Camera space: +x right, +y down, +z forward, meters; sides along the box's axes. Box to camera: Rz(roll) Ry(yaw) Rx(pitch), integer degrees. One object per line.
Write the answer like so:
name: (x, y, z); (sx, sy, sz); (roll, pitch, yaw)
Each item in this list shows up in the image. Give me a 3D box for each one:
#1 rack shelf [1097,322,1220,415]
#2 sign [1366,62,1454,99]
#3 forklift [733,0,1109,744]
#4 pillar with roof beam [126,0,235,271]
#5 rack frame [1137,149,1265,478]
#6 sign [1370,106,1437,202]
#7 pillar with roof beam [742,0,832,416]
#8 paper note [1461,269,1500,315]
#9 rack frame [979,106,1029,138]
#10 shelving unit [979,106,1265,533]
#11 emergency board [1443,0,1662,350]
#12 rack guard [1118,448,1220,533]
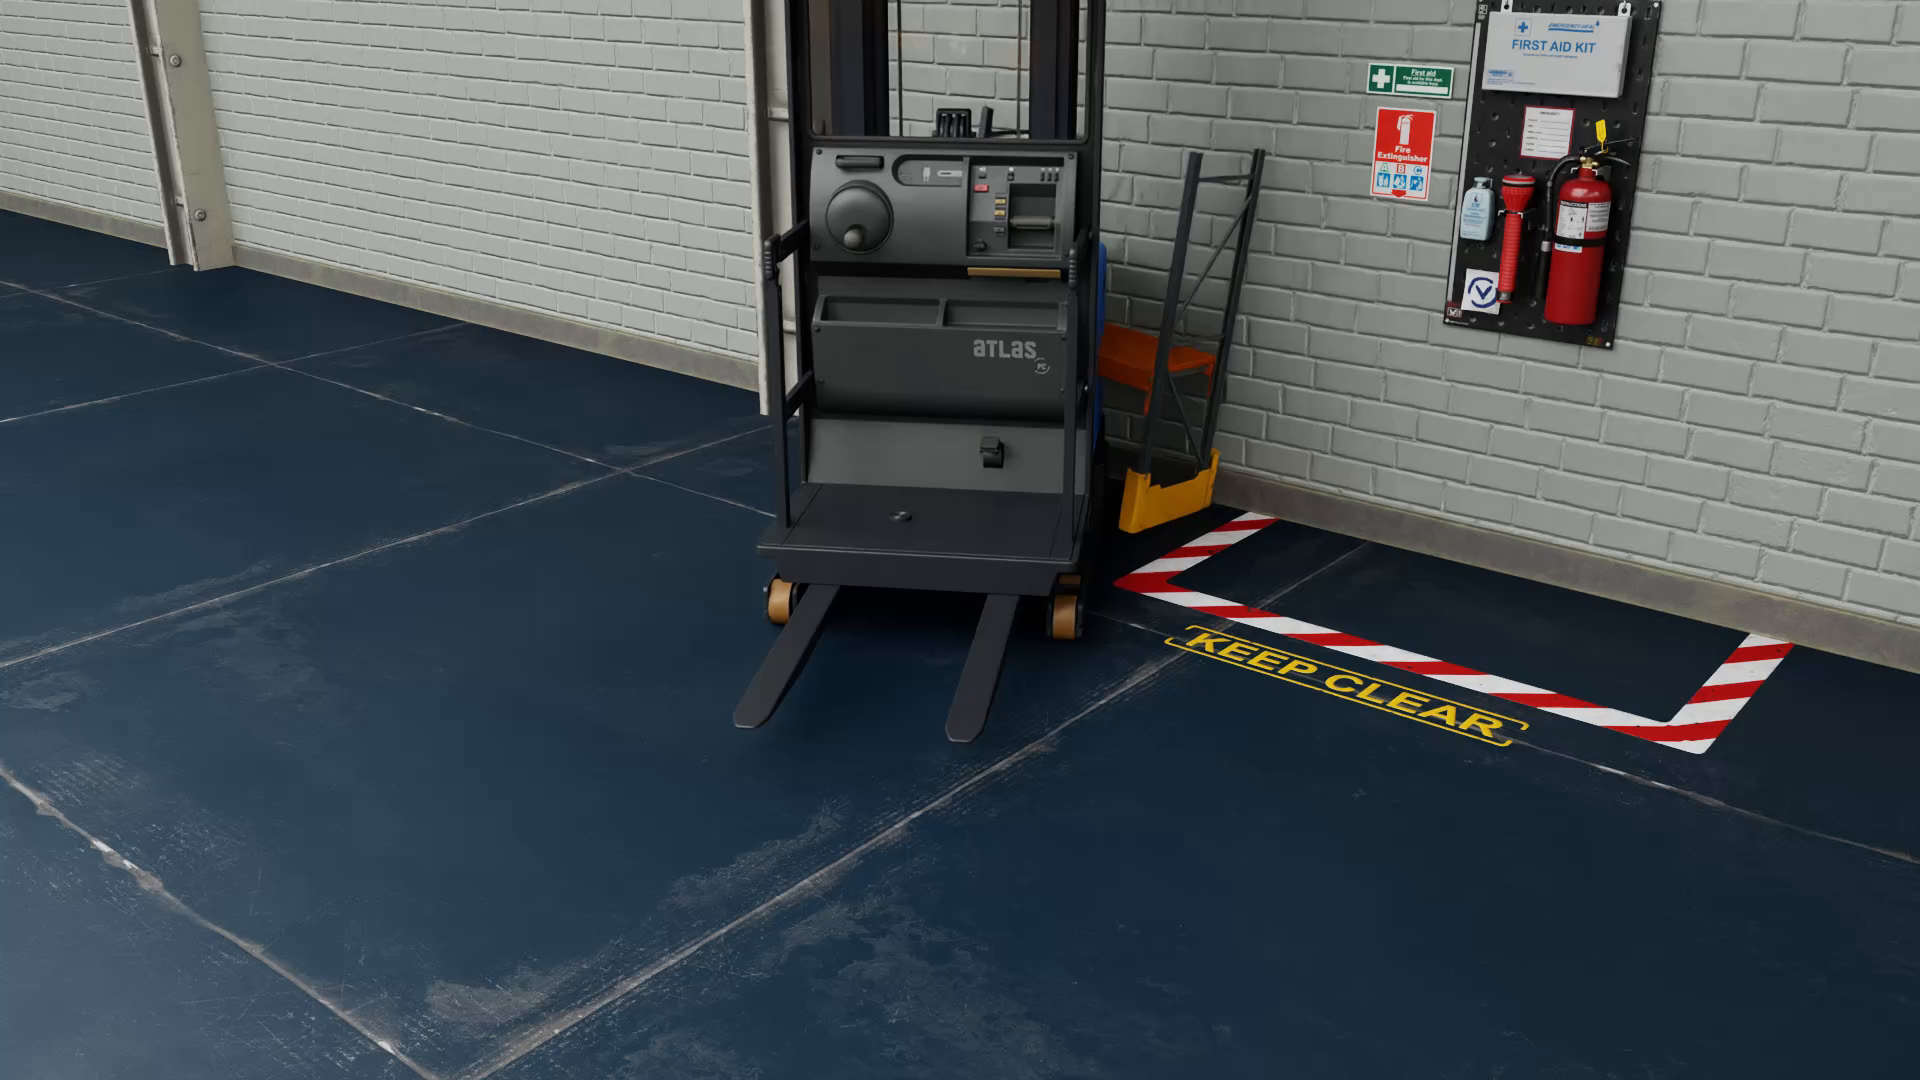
rack shelf: (0.535, -0.785, 6.967); (1.000, 0.185, 0.538); (23, 26, 35)
sign: (1.636, -1.673, 6.053); (0.331, 0.109, 0.001); (16, 26, 36)
forklift: (-0.087, -1.154, 5.574); (1.130, 2.935, 3.031); (3, 21, 8)
pillar with roof beam: (-8.127, -5.006, 7.191); (0.400, 9.000, 9.100); (16, 26, 36)
rack frame: (0.937, -0.789, 6.609); (0.032, 1.500, 0.500); (23, 26, 35)
sign: (1.638, -1.429, 6.155); (0.234, 0.329, 0.001); (16, 26, 36)
pillar with roof beam: (-3.479, -3.668, 3.641); (0.400, 9.000, 9.100); (16, 26, 36)
paper note: (1.907, -0.907, 6.070); (0.142, 0.148, 0.016); (16, 26, 36)
rack frame: (0.175, -1.114, 7.198); (0.032, 1.500, 0.500); (23, 26, 35)
shelving unit: (0.563, -0.948, 6.898); (1.083, 1.500, 0.587); (23, 26, 35)
emergency board: (2.001, -1.261, 5.760); (0.643, 1.169, 0.194); (16, 26, 36)
rack guard: (0.862, -0.210, 6.832); (0.087, 0.250, 0.587); (23, 26, 35)
